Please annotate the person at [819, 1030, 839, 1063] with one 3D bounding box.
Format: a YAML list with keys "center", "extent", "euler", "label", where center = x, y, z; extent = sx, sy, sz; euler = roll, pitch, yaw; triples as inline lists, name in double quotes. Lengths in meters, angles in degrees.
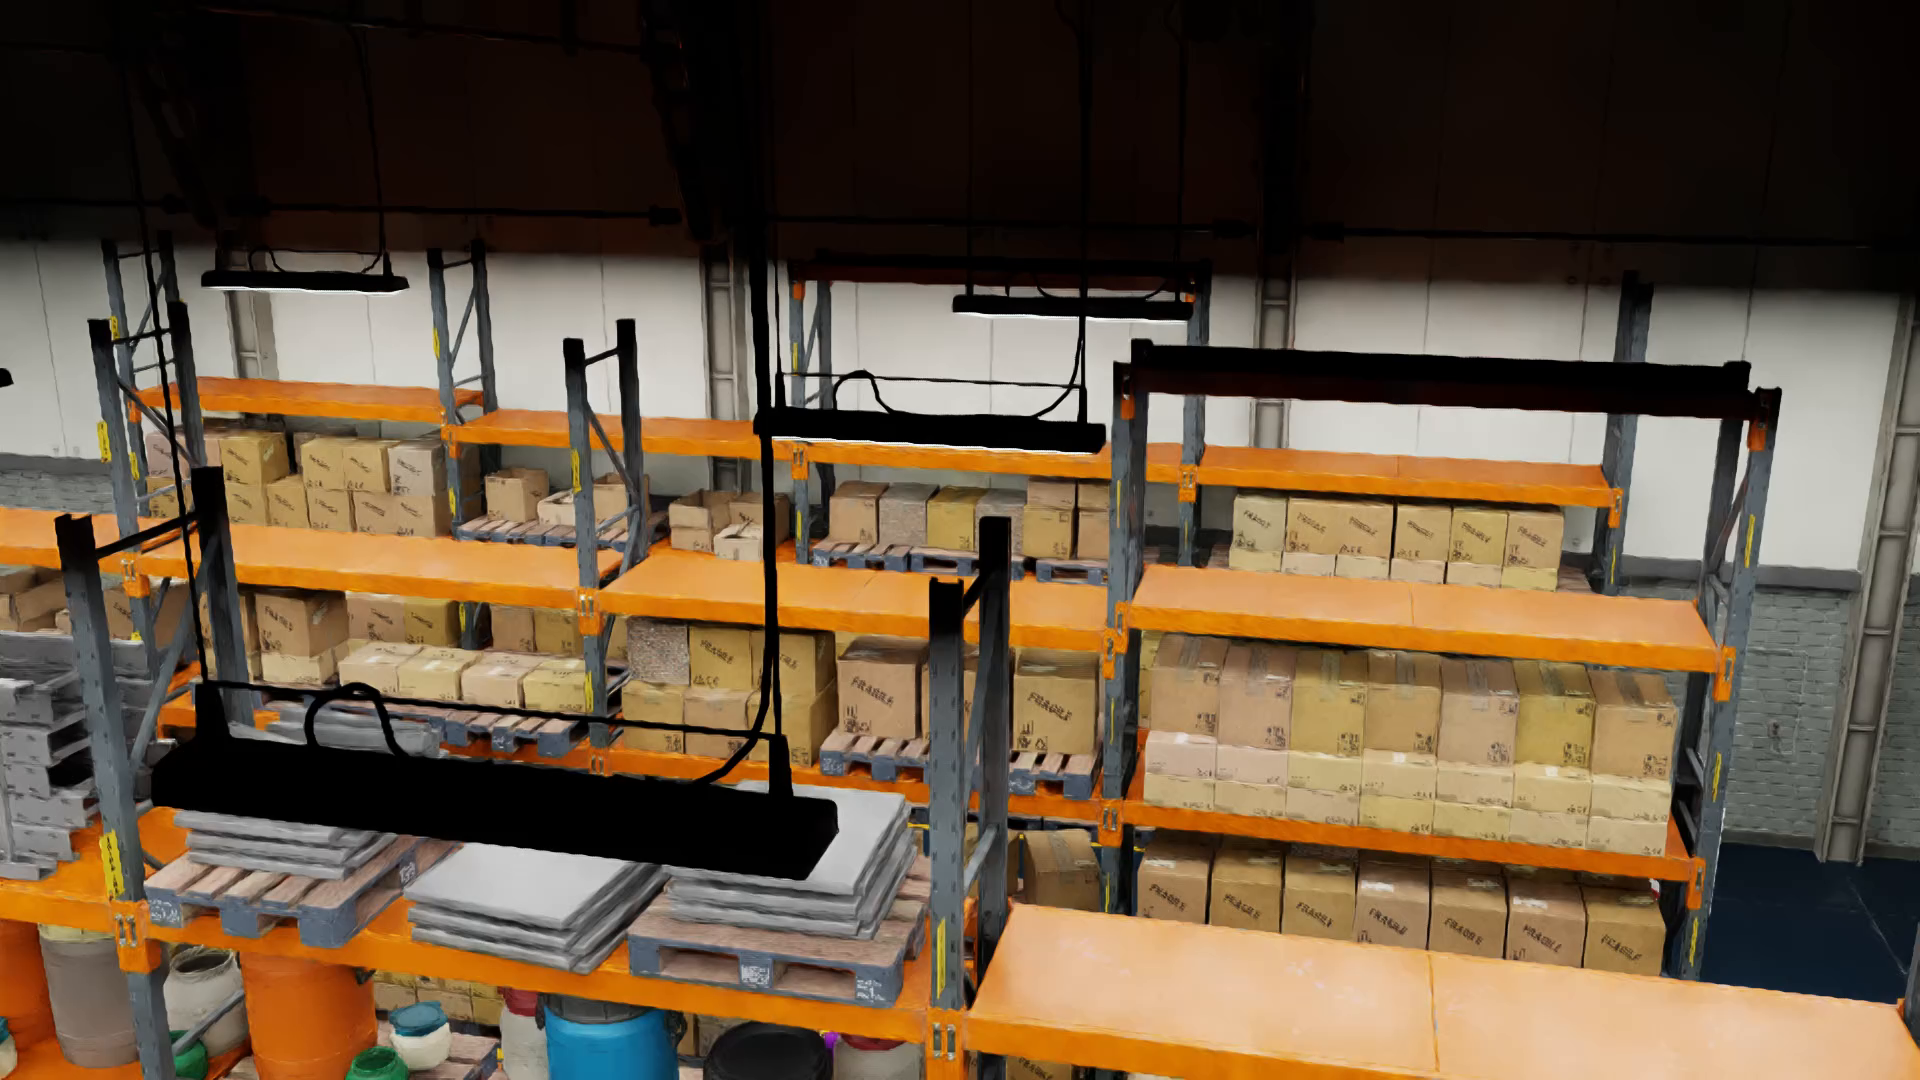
- center: [-0.867, 3.903, 11.983]
  extent: [1.121, 1.691, 0.577]
  euler: [4, 17, 15]
  label: "person"
